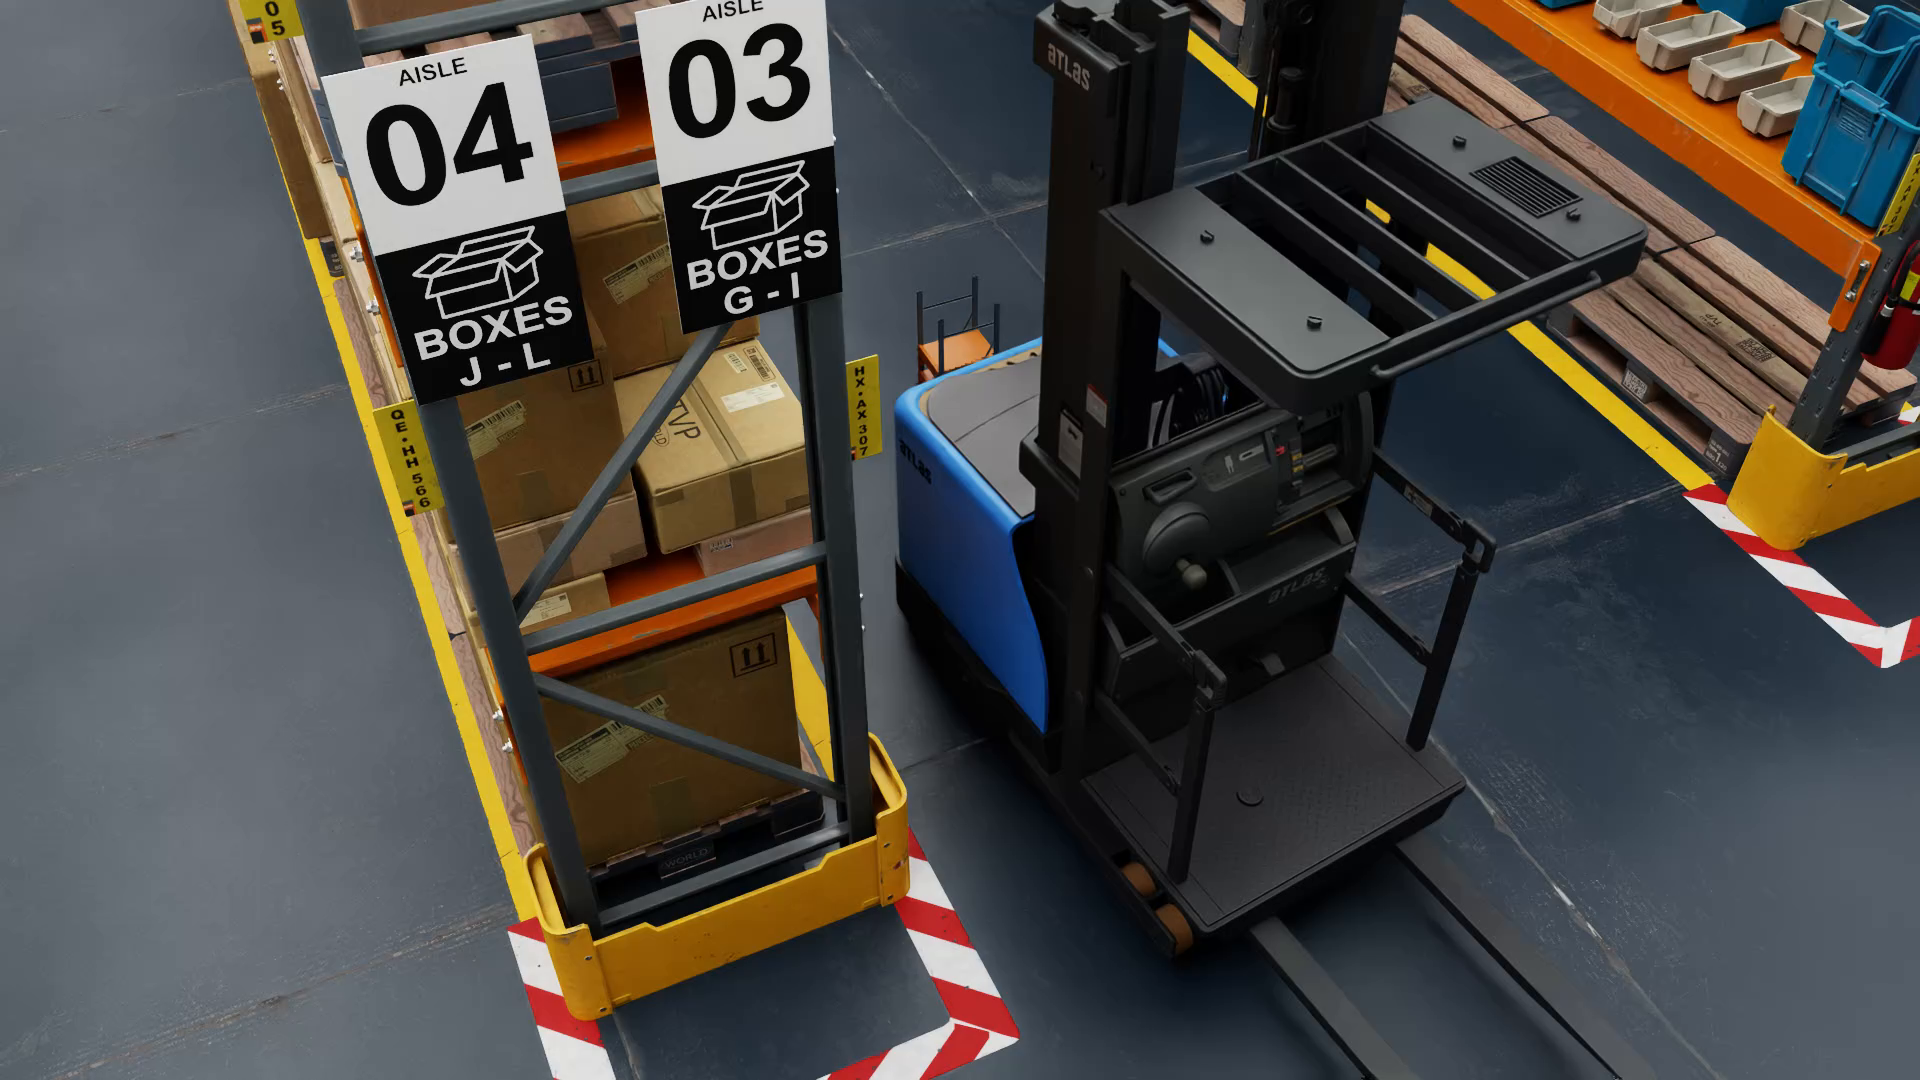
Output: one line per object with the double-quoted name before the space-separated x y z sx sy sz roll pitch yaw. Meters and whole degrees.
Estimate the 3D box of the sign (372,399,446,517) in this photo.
"sign" -1.256 -0.184 3.808 0.100 0.325 0.005 -18 47 -17

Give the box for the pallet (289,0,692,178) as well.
"pallet" -1.079 -1.345 3.905 1.003 0.211 1.213 -18 47 -17

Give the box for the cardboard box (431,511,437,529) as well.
"cardboard box" -1.422 -0.206 5.002 0.380 0.149 0.250 -18 47 -17

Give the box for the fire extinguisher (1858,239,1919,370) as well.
"fire extinguisher" 3.387 -0.911 5.859 0.296 0.674 0.183 -18 47 -17

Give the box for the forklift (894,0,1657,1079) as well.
"forklift" 0.956 -0.080 4.744 1.130 2.935 3.031 -23 49 -22

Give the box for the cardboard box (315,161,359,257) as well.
"cardboard box" -1.852 -1.101 5.625 0.500 0.250 0.500 -18 47 -17

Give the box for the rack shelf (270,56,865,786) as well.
"rack shelf" -1.599 -0.858 5.996 1.077 0.370 4.000 -18 47 -17

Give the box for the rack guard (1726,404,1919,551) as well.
"rack guard" 3.758 -0.401 6.800 1.175 0.500 0.348 -18 47 -17

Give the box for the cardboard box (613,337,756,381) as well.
"cardboard box" -0.939 -0.607 5.124 0.500 0.250 0.500 -19 48 -18

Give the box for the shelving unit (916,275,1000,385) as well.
"shelving unit" -0.006 -0.436 6.338 0.258 1.200 0.189 -18 47 -17

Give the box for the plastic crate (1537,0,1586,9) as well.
"plastic crate" 2.640 -2.497 7.221 0.416 0.233 0.300 -18 47 -17

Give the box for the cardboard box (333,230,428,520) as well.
"cardboard box" -1.857 -0.764 6.602 0.875 0.875 0.875 -18 47 -17

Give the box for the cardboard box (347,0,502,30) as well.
"cardboard box" -1.025 -1.443 3.500 0.700 0.500 0.500 -21 48 -20

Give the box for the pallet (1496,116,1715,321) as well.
"pallet" 2.915 -1.623 8.244 1.003 0.211 1.213 -18 47 -17

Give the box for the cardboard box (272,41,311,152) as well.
"cardboard box" -2.275 -1.746 6.278 0.500 0.250 0.500 -18 47 -18

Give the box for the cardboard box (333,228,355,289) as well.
"cardboard box" -1.960 -1.019 5.826 0.380 0.149 0.250 -19 48 -19

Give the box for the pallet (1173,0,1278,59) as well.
"pallet" 1.767 -3.362 10.007 1.003 0.211 1.213 -18 47 -17

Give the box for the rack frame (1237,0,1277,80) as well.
"rack frame" 2.054 -3.851 8.517 1.000 3.000 0.127 -18 47 -17

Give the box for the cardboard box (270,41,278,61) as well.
"cardboard box" -2.617 -2.012 6.832 0.380 0.149 0.250 -18 47 -17

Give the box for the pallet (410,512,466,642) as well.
"pallet" -1.674 -0.109 6.711 1.003 0.211 1.213 -18 47 -17

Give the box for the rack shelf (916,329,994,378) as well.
"rack shelf" -0.006 -0.661 6.116 0.258 0.103 0.180 -18 47 -17

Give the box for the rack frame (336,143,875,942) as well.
"rack frame" -0.758 0.161 4.451 1.000 3.000 0.127 -18 47 -17

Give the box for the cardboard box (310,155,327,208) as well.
"cardboard box" -2.176 -1.347 6.158 0.380 0.149 0.250 -19 48 -18

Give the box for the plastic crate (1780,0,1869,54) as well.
"plastic crate" 3.586 -2.145 6.933 0.250 0.136 0.298 -18 47 -17

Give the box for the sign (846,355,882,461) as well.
"sign" -0.252 -0.336 4.282 0.100 0.325 0.005 -18 47 -17

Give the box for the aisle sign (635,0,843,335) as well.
"aisle sign" -0.456 -0.807 3.582 0.394 0.787 0.004 -18 47 -17

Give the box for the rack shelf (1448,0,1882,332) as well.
"rack shelf" 2.895 -2.320 7.478 1.077 0.370 4.000 -18 47 -17

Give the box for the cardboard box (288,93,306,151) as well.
"cardboard box" -2.395 -1.677 6.493 0.380 0.149 0.250 -17 47 -16

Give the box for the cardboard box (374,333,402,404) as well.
"cardboard box" -1.415 -0.446 4.961 0.500 0.250 0.500 -19 48 -18

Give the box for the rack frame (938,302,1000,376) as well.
"rack frame" 0.032 -0.378 6.279 0.240 1.200 0.006 -18 47 -17

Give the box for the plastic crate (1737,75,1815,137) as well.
"plastic crate" 3.229 -1.696 6.478 0.396 0.136 0.243 -18 47 -17

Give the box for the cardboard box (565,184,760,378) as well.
"cardboard box" -0.925 -0.863 4.850 0.500 0.500 0.500 -19 48 -18

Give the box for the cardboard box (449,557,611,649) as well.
"cardboard box" -1.207 0.120 4.671 0.380 0.149 0.250 -17 47 -17

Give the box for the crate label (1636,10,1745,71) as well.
"crate label" 2.981 -2.055 6.842 0.396 0.136 0.243 -18 47 -17

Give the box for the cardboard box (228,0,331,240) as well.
"cardboard box" -2.727 -2.183 8.041 1.225 0.875 0.875 -18 47 -17

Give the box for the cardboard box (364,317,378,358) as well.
"cardboard box" -1.747 -0.695 5.498 0.380 0.149 0.250 -18 47 -17

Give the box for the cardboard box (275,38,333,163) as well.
"cardboard box" -2.047 -1.681 5.679 0.500 0.500 0.500 -19 48 -19

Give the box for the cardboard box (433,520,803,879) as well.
"cardboard box" -1.100 0.383 5.440 0.875 0.875 0.875 -18 47 -17
